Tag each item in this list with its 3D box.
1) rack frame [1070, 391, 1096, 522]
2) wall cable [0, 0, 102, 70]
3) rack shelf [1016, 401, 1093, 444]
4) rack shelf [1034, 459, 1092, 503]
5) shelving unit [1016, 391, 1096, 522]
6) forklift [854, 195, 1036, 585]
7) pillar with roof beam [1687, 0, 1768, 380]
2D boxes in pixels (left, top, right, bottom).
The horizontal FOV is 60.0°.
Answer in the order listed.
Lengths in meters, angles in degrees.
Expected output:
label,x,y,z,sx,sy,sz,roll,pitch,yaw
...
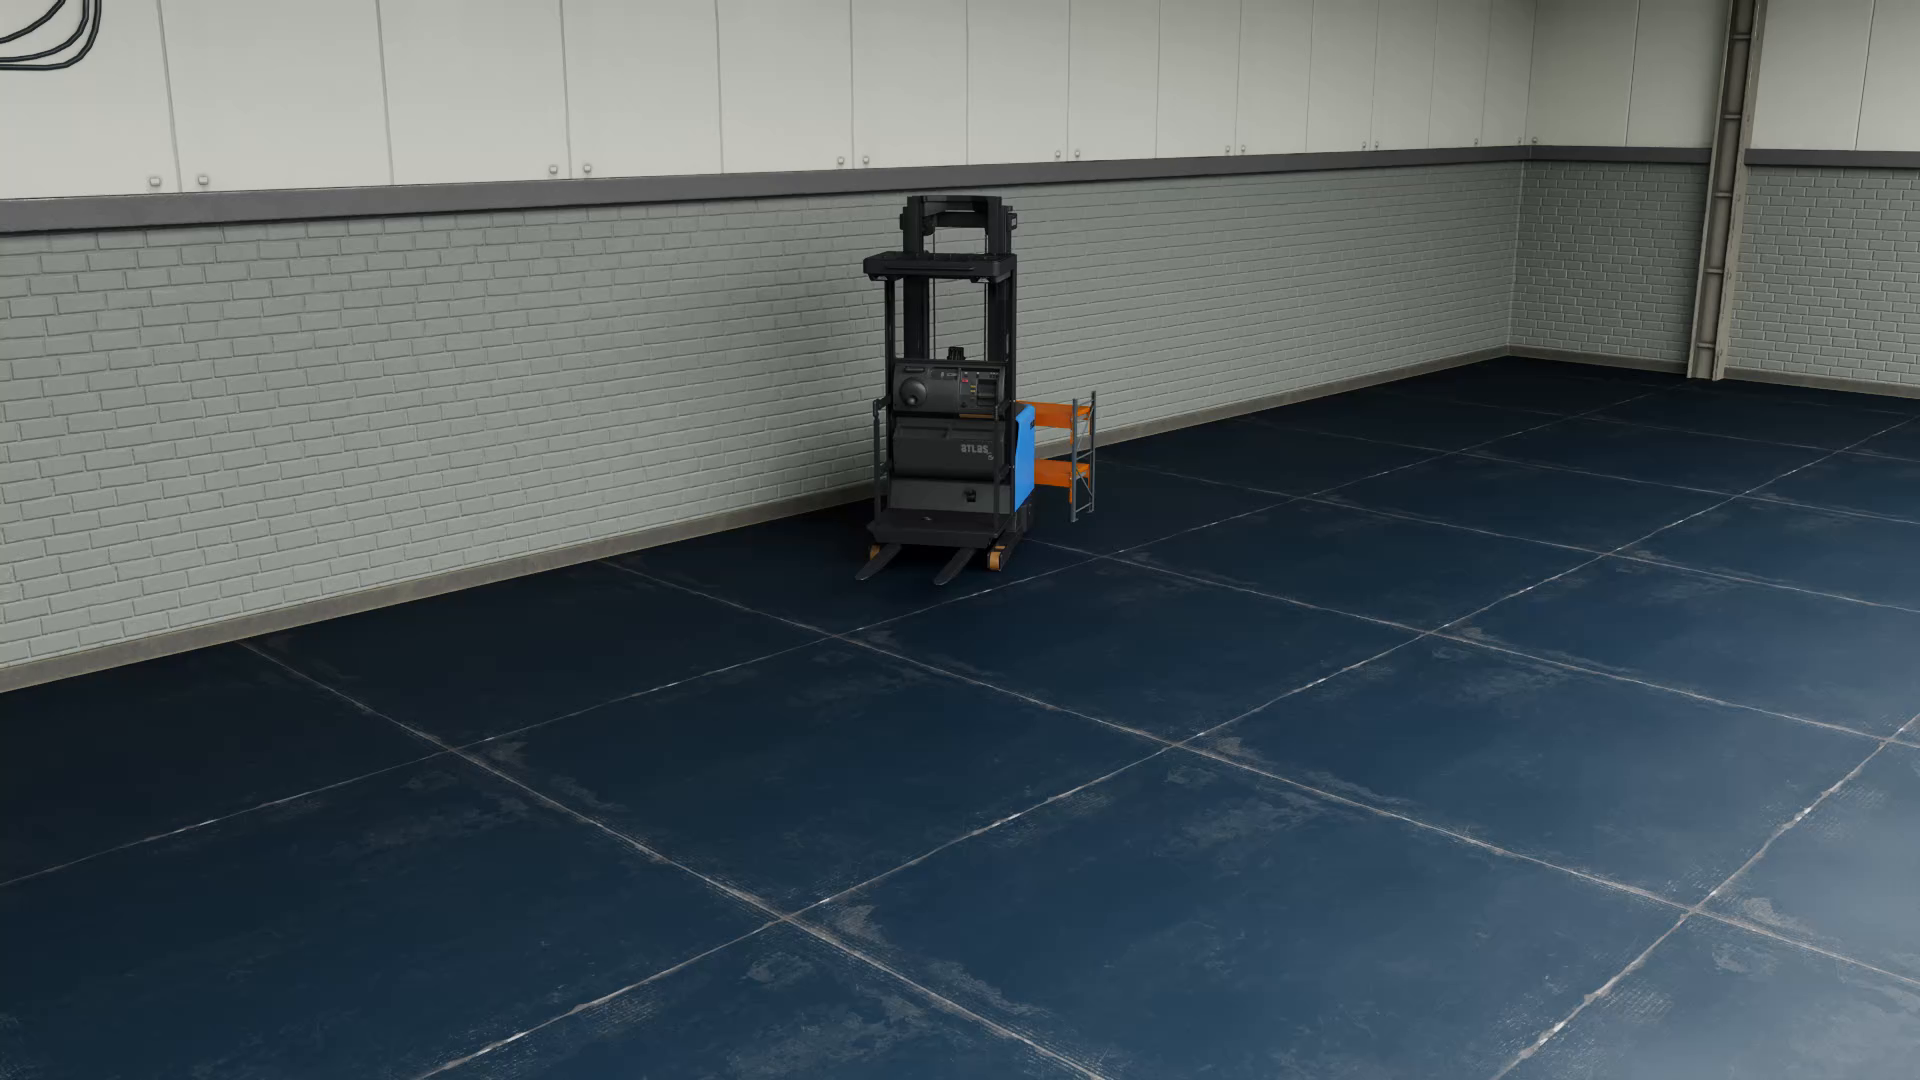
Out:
label,x,y,z,sx,sy,sz,roll,pitch,yaw
rack frame,1.124,-0.764,15.135,0.032,1.125,0.500,7,16,25
wall cable,-6.123,-5.012,9.077,0.169,6.003,2.305,14,20,42
rack shelf,0.667,-1.104,15.276,1.000,0.278,0.538,7,16,25
rack shelf,0.667,-0.584,15.411,1.000,0.278,0.538,7,16,25
shelving unit,0.667,-0.820,15.350,1.048,1.125,0.538,7,16,25
forklift,-0.134,-1.265,13.474,1.130,2.935,3.031,3,15,12
pillar with roof beam,7.355,-5.827,18.948,0.400,9.000,9.100,14,20,42
